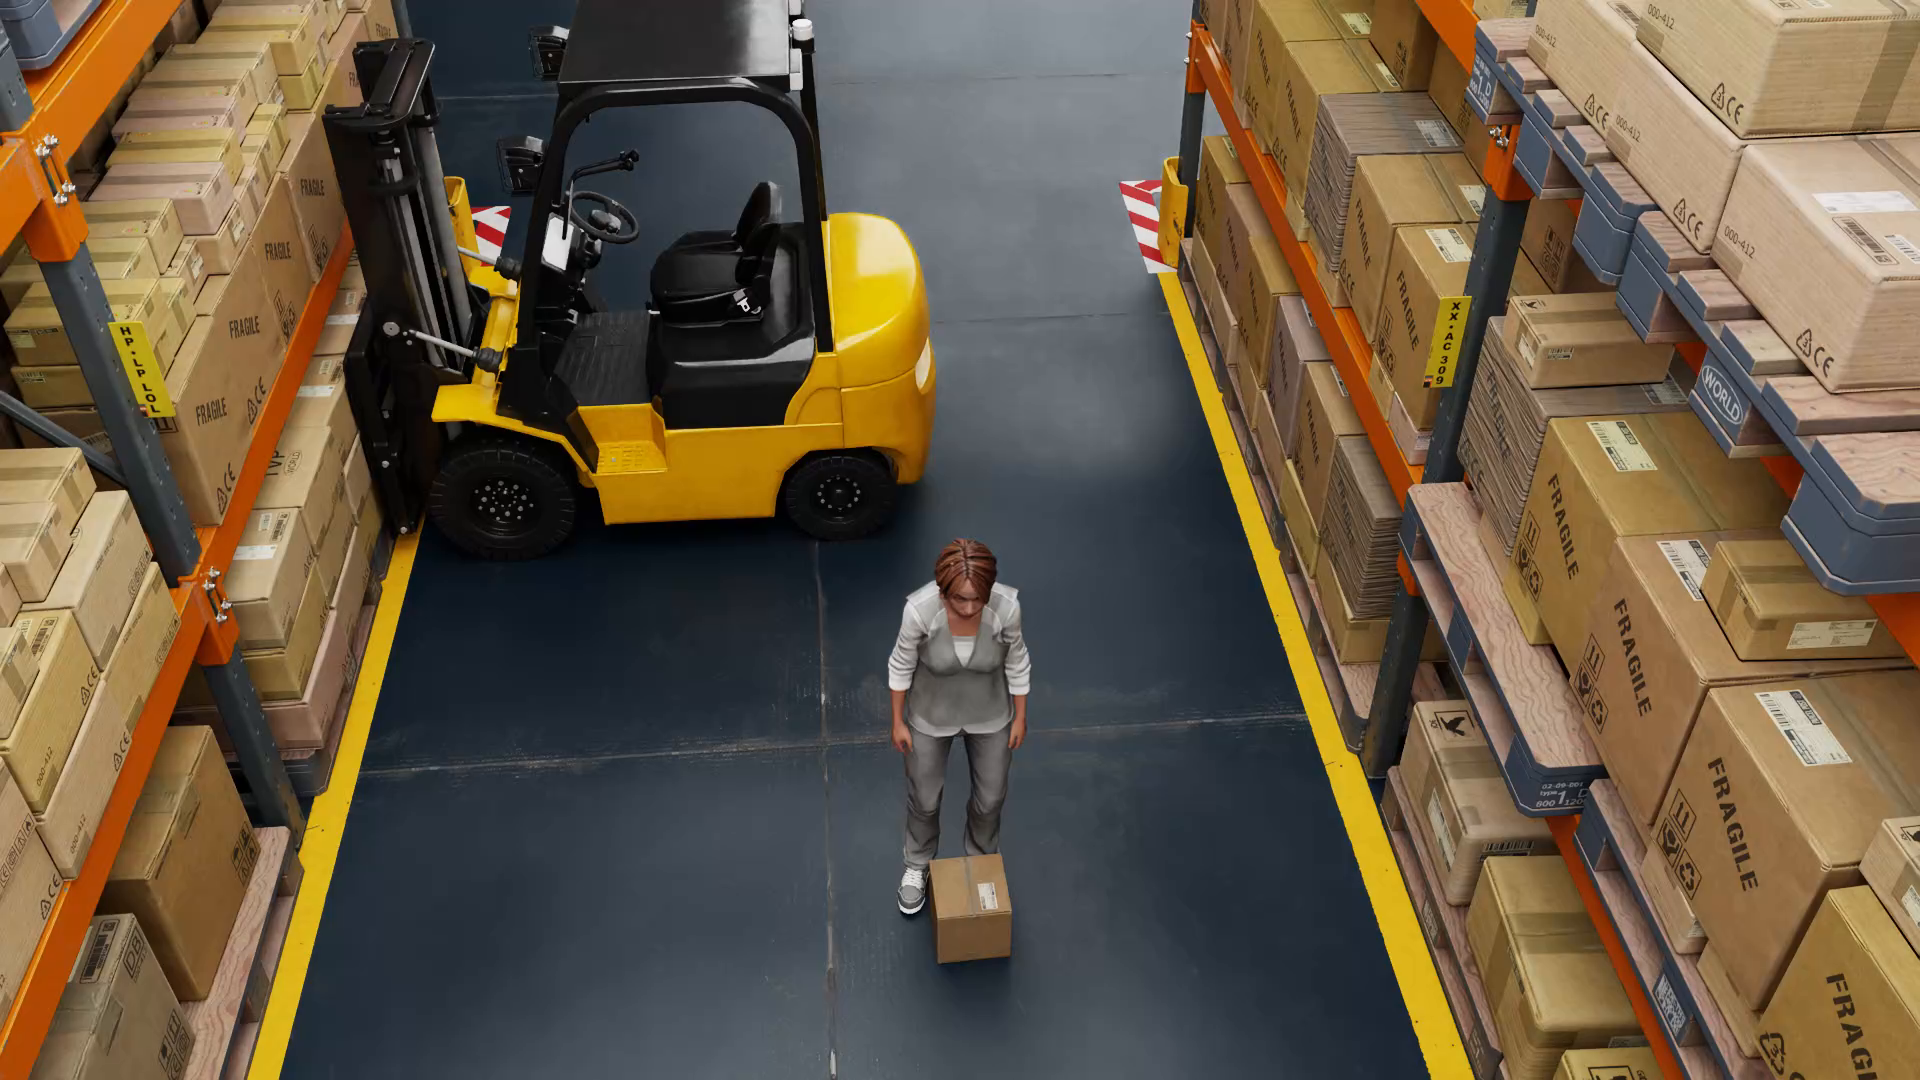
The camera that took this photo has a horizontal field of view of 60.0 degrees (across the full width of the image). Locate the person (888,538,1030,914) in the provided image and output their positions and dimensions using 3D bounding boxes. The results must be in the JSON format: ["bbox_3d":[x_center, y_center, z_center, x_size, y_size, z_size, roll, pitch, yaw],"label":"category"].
[{"bbox_3d":[0.001,0.600,5.440,0.459,1.593,0.369,-3,40,-4],"label":"person"}]
